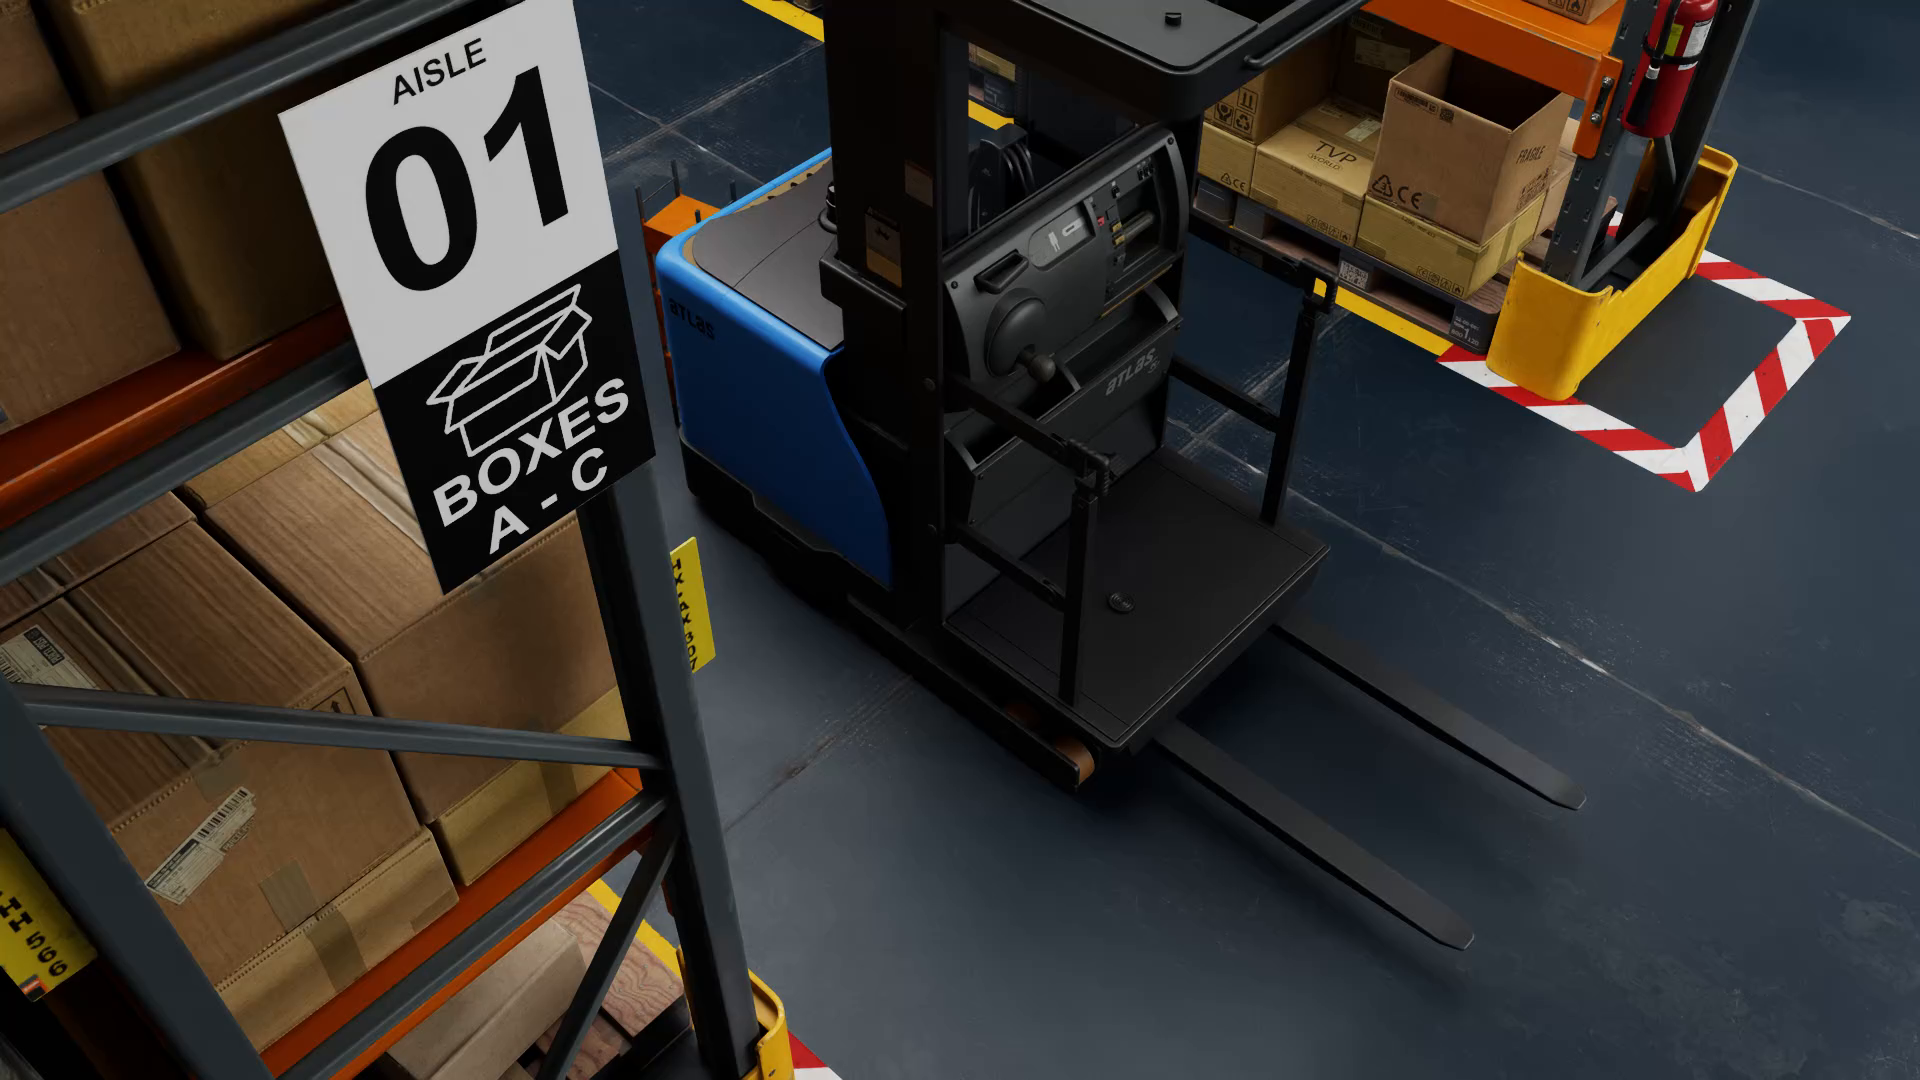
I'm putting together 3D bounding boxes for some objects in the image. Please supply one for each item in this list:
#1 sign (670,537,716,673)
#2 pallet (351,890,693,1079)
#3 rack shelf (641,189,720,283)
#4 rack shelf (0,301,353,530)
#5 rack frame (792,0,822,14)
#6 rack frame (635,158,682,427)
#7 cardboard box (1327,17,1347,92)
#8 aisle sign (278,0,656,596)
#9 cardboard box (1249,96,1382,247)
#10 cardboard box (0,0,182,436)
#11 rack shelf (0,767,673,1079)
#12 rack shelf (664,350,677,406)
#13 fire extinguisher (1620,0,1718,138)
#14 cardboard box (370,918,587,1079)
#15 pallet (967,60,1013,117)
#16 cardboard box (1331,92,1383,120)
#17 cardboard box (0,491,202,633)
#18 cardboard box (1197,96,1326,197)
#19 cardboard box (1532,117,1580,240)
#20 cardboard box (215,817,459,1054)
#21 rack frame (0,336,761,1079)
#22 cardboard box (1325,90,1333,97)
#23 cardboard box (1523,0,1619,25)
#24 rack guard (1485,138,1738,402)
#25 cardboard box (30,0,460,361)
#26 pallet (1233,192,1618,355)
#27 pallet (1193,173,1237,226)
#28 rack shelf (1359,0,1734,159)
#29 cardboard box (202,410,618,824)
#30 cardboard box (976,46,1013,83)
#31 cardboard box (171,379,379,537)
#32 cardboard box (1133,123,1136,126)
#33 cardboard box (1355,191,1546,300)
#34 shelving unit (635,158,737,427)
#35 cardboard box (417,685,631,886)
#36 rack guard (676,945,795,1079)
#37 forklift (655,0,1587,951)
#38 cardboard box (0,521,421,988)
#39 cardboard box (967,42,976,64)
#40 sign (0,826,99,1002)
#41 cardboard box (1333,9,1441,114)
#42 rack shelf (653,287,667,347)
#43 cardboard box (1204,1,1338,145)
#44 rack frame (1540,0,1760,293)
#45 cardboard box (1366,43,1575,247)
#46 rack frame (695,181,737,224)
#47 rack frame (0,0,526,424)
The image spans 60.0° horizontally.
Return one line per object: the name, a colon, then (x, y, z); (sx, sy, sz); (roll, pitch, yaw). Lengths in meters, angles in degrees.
sign: (-0.493, 0.132, 2.975); (0.005, 0.325, 0.100); (34, 55, 28)
pallet: (-1.490, 1.215, 4.464); (1.213, 0.211, 1.003); (34, 55, 28)
rack shelf: (-0.892, -0.981, 5.576); (0.240, 0.259, 0.215); (24, 51, 21)
rack shelf: (-2.331, -1.050, 3.115); (4.000, 0.370, 1.077); (34, 55, 28)
rack frame: (-0.444, -3.914, 7.368); (0.127, 3.000, 1.000); (34, 55, 28)
rack frame: (-0.996, -0.841, 5.819); (0.008, 1.050, 0.200); (24, 51, 21)
cardboard box: (1.508, -2.267, 6.904); (0.500, 0.500, 0.500); (34, 55, 28)
aisle sign: (-0.605, -0.296, 2.187); (0.004, 0.787, 0.394); (34, 55, 28)
cardboard box: (1.526, -1.487, 6.686); (0.500, 0.250, 0.500); (34, 55, 28)
cardboard box: (-1.340, -0.419, 1.946); (0.500, 0.500, 0.500); (-34, 56, -28)
rack shelf: (-2.331, -0.024, 4.208); (4.000, 0.370, 1.077); (34, 55, 28)
rack shelf: (-0.892, -0.596, 5.985); (0.240, 0.259, 0.215); (24, 51, 21)
fire extinguisher: (2.268, -1.603, 5.250); (0.183, 0.674, 0.296); (34, 55, 28)
cardboard box: (-1.309, 1.099, 4.204); (0.500, 0.311, 0.500); (28, 53, 24)
pallet: (0.112, -2.544, 7.994); (1.213, 0.211, 1.003); (34, 55, 28)
cardboard box: (1.883, -1.769, 6.951); (0.500, 0.250, 0.500); (34, 55, 28)
cardboard box: (-1.715, 0.134, 3.142); (0.500, 0.500, 0.500); (35, 56, 28)
cardboard box: (1.157, -1.733, 6.918); (0.500, 0.250, 0.500); (34, 55, 28)
cardboard box: (2.253, -1.523, 6.721); (0.500, 0.250, 0.500); (34, 55, 28)
cardboard box: (-1.336, 0.636, 3.184); (0.500, 0.250, 0.500); (35, 56, 28)
rack frame: (-0.861, 0.719, 3.017); (0.127, 3.000, 1.000); (34, 55, 28)
cardboard box: (1.516, -2.016, 7.184); (0.500, 0.250, 0.500); (34, 55, 28)
cardboard box: (2.161, -2.208, 5.697); (0.500, 0.500, 0.700); (34, 55, 28)
rack guard: (2.513, -1.069, 6.411); (0.348, 0.500, 1.175); (34, 55, 28)
cardboard box: (-0.937, -0.648, 2.161); (0.500, 0.500, 0.500); (35, 56, 29)
pallet: (1.905, -1.338, 6.861); (1.213, 0.211, 1.003); (34, 55, 28)
pallet: (1.013, -1.941, 7.428); (1.213, 0.211, 1.003); (34, 55, 28)
rack shelf: (1.026, -2.679, 6.701); (4.000, 0.370, 1.077); (34, 55, 28)
cardboard box: (-1.008, 0.110, 3.164); (0.500, 0.500, 0.500); (34, 55, 28)
cardboard box: (0.419, -2.225, 7.380); (0.500, 0.250, 0.500); (34, 55, 28)
cardboard box: (-1.365, -0.140, 3.399); (0.500, 0.500, 0.500); (34, 55, 28)
cardboard box: (0.791, -1.981, 7.151); (0.500, 0.250, 0.500); (34, 55, 28)
cardboard box: (1.901, -1.246, 6.460); (0.500, 0.250, 0.500); (34, 55, 28)
shelving unit: (-0.892, -0.794, 5.775); (0.252, 1.050, 0.215); (24, 51, 21)
cardboard box: (-1.004, 0.352, 3.451); (0.500, 0.250, 0.500); (32, 55, 27)
rack guard: (-0.917, 1.537, 3.964); (0.348, 0.500, 1.175); (34, 55, 28)
forklift: (0.460, -0.690, 4.387); (3.031, 2.935, 1.130); (34, 56, 28)
cardboard box: (-1.352, 0.388, 2.903); (0.500, 0.500, 0.500); (33, 55, 27)
cardboard box: (0.056, -2.475, 7.615); (0.500, 0.250, 0.500); (34, 55, 28)
sign: (-1.252, 0.502, 2.210); (0.005, 0.325, 0.100); (34, 55, 28)
cardboard box: (1.884, -2.026, 6.679); (0.500, 0.500, 0.500); (34, 55, 28)
rack shelf: (-0.892, -0.786, 5.783); (0.240, 0.259, 0.215); (24, 51, 21)
cardboard box: (1.155, -1.988, 6.643); (0.500, 0.500, 0.500); (34, 55, 28)
rack frame: (2.496, -1.937, 5.511); (0.127, 3.000, 1.000); (34, 55, 28)
cardboard box: (1.900, -1.502, 6.186); (0.500, 0.500, 0.500); (34, 55, 28)
rack frame: (-0.789, -0.747, 5.731); (0.008, 1.050, 0.200); (24, 51, 21)
rack frame: (-0.861, -1.334, 0.830); (0.127, 3.000, 1.000); (34, 55, 28)
